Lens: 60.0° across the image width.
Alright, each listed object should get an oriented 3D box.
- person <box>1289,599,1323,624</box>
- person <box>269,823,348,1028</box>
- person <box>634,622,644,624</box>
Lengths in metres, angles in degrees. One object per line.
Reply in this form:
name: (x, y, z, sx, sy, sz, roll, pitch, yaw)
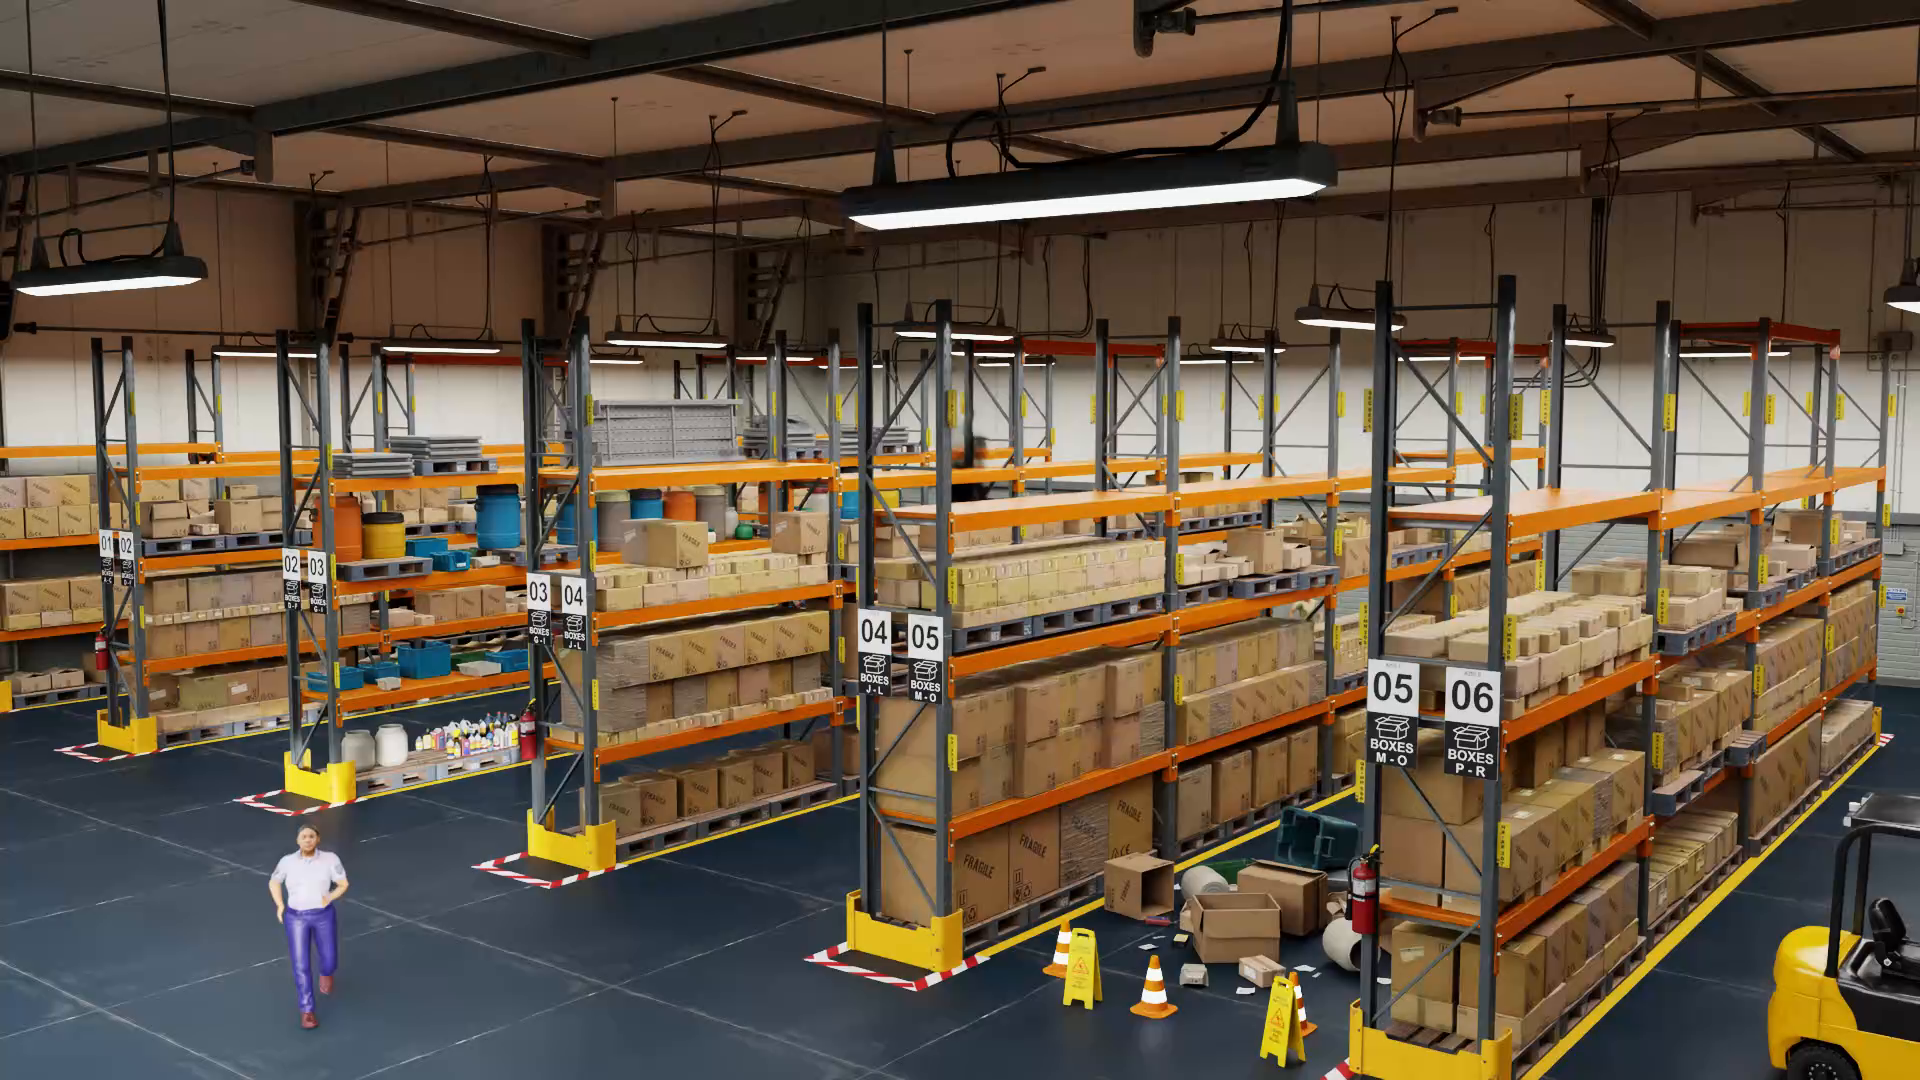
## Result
person: (6.503, 1.657, 31.009, 0.639, 1.617, 0.527, -2, 5, -23)
person: (-5.416, 3.157, 13.854, 0.619, 1.611, 0.793, -2, 5, -21)
person: (-5.416, 1.905, 28.016, 0.627, 1.749, 0.708, 5, 7, 42)
